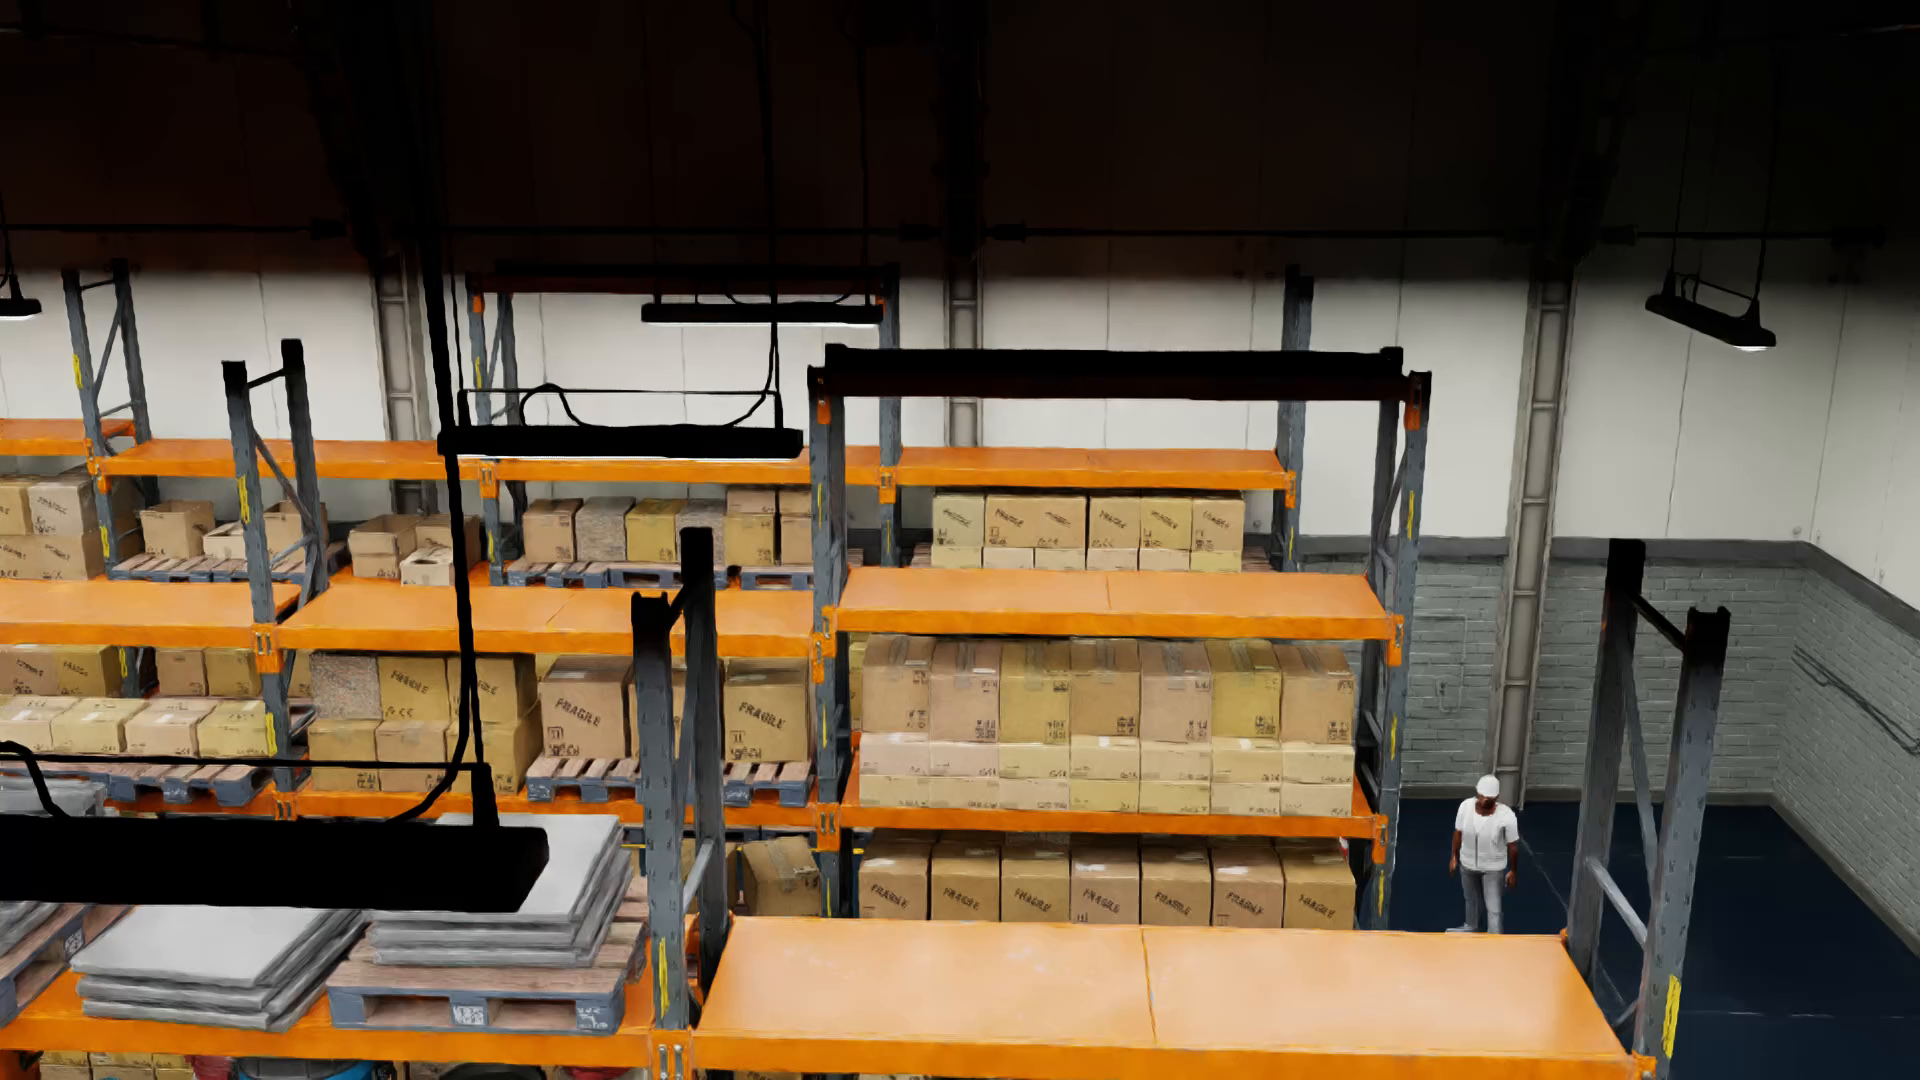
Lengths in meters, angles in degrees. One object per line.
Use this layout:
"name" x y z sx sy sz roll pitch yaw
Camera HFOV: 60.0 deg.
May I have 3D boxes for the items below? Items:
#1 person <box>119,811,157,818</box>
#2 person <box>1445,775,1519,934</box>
"person" -7.914 2.807 16.018 1.017 1.605 0.445 -2 16 -6
"person" 4.791 2.974 15.173 0.744 1.754 0.570 15 22 41
